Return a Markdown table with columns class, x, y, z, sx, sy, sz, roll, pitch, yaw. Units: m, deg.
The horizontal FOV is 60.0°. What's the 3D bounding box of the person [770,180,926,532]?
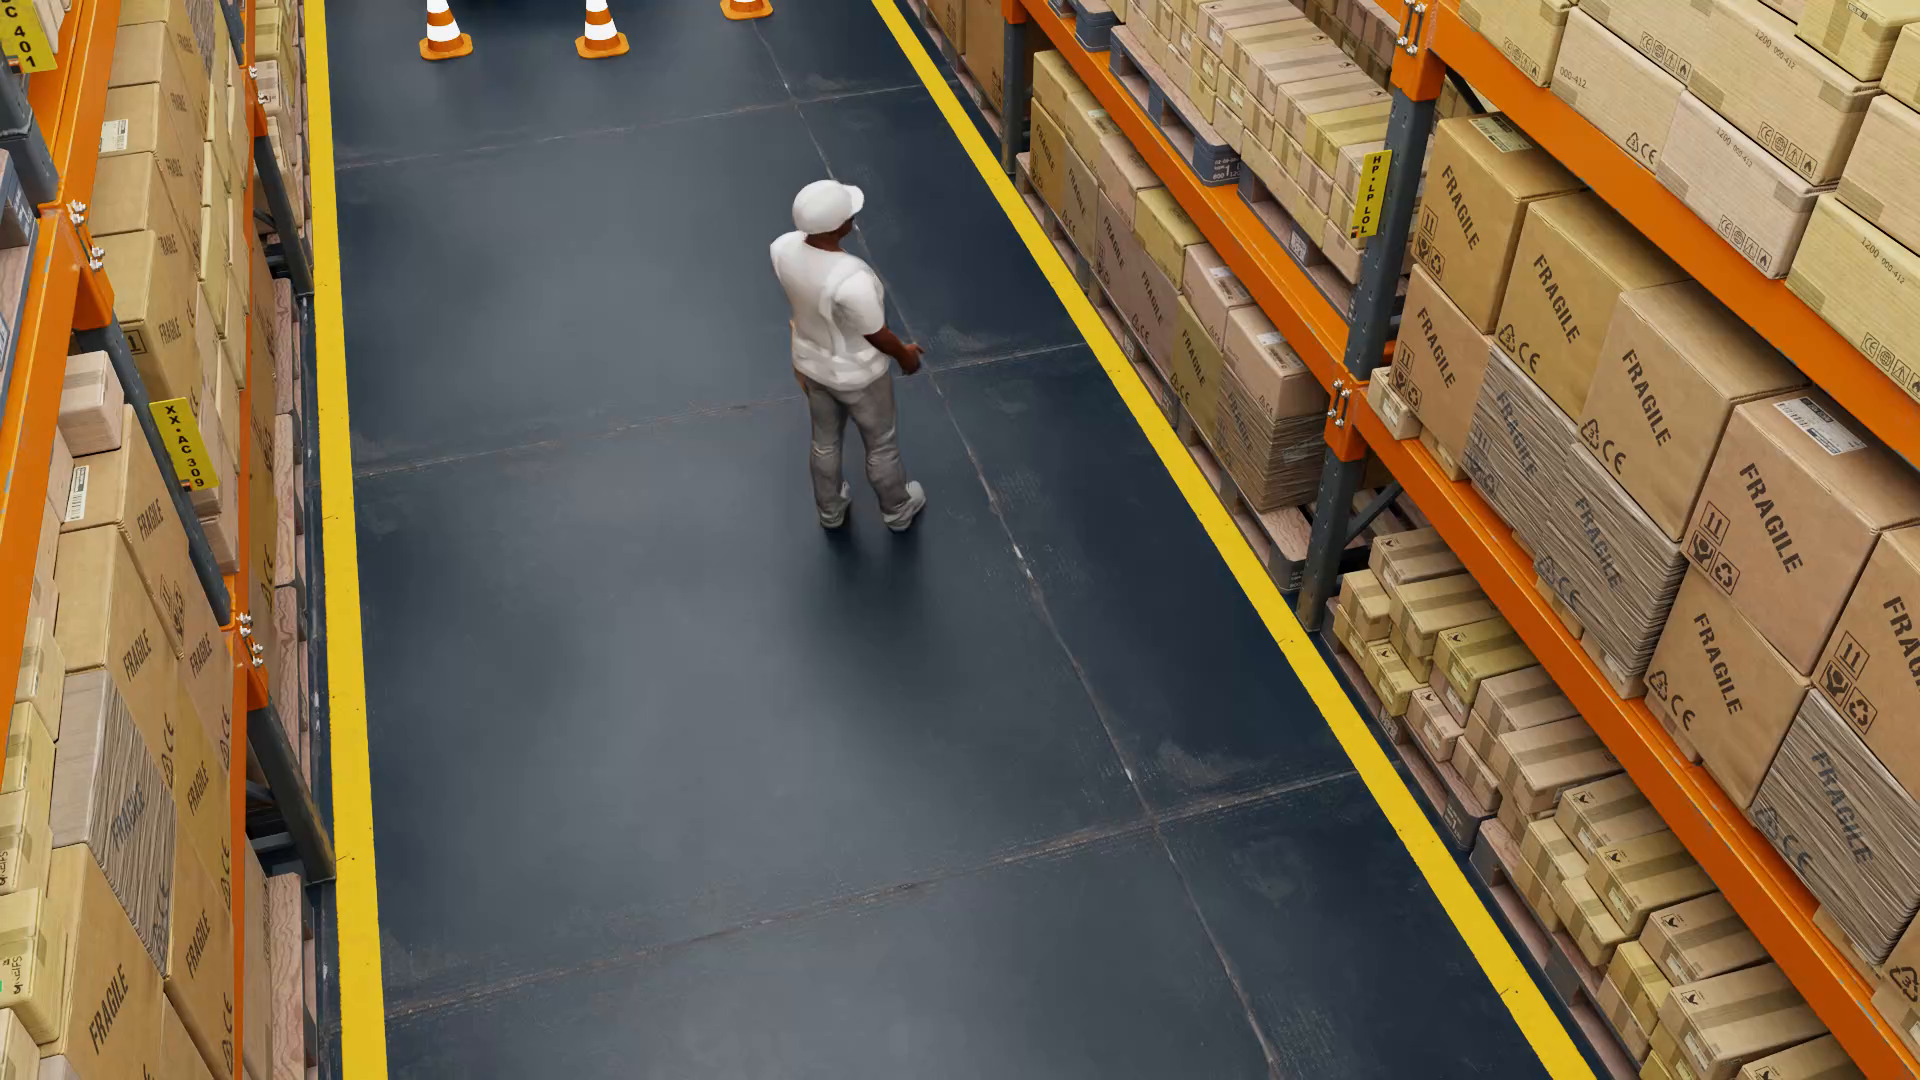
| class | x | y | z | sx | sy | sz | roll | pitch | yaw |
| --- | --- | --- | --- | --- | --- | --- | --- | --- | --- |
| person | -0.457 | -0.782 | 6.992 | 0.559 | 1.771 | 0.563 | 28 | 49 | 28 |
